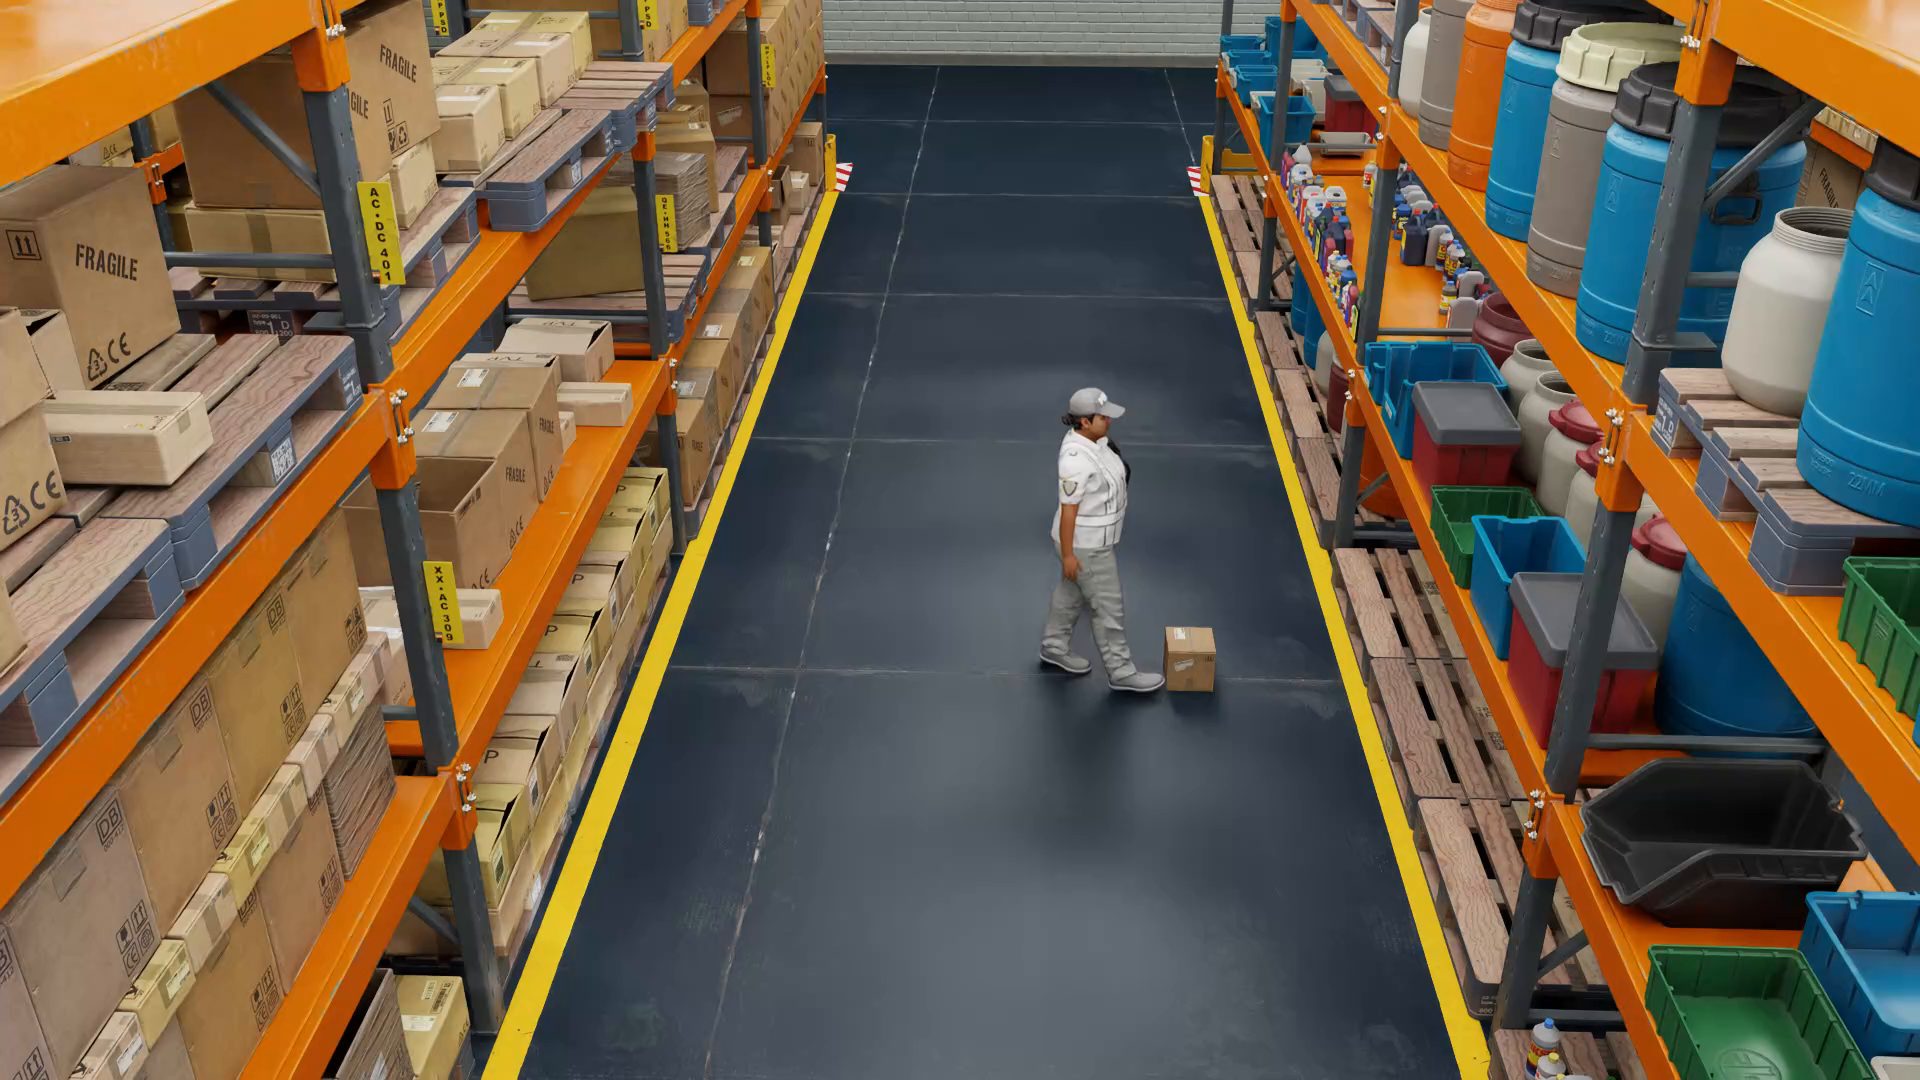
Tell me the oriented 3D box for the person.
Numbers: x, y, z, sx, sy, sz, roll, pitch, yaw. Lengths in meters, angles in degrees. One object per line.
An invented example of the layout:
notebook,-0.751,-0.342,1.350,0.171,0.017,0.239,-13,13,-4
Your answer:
person,0.771,-0.008,8.633,0.695,1.647,0.487,5,29,10
